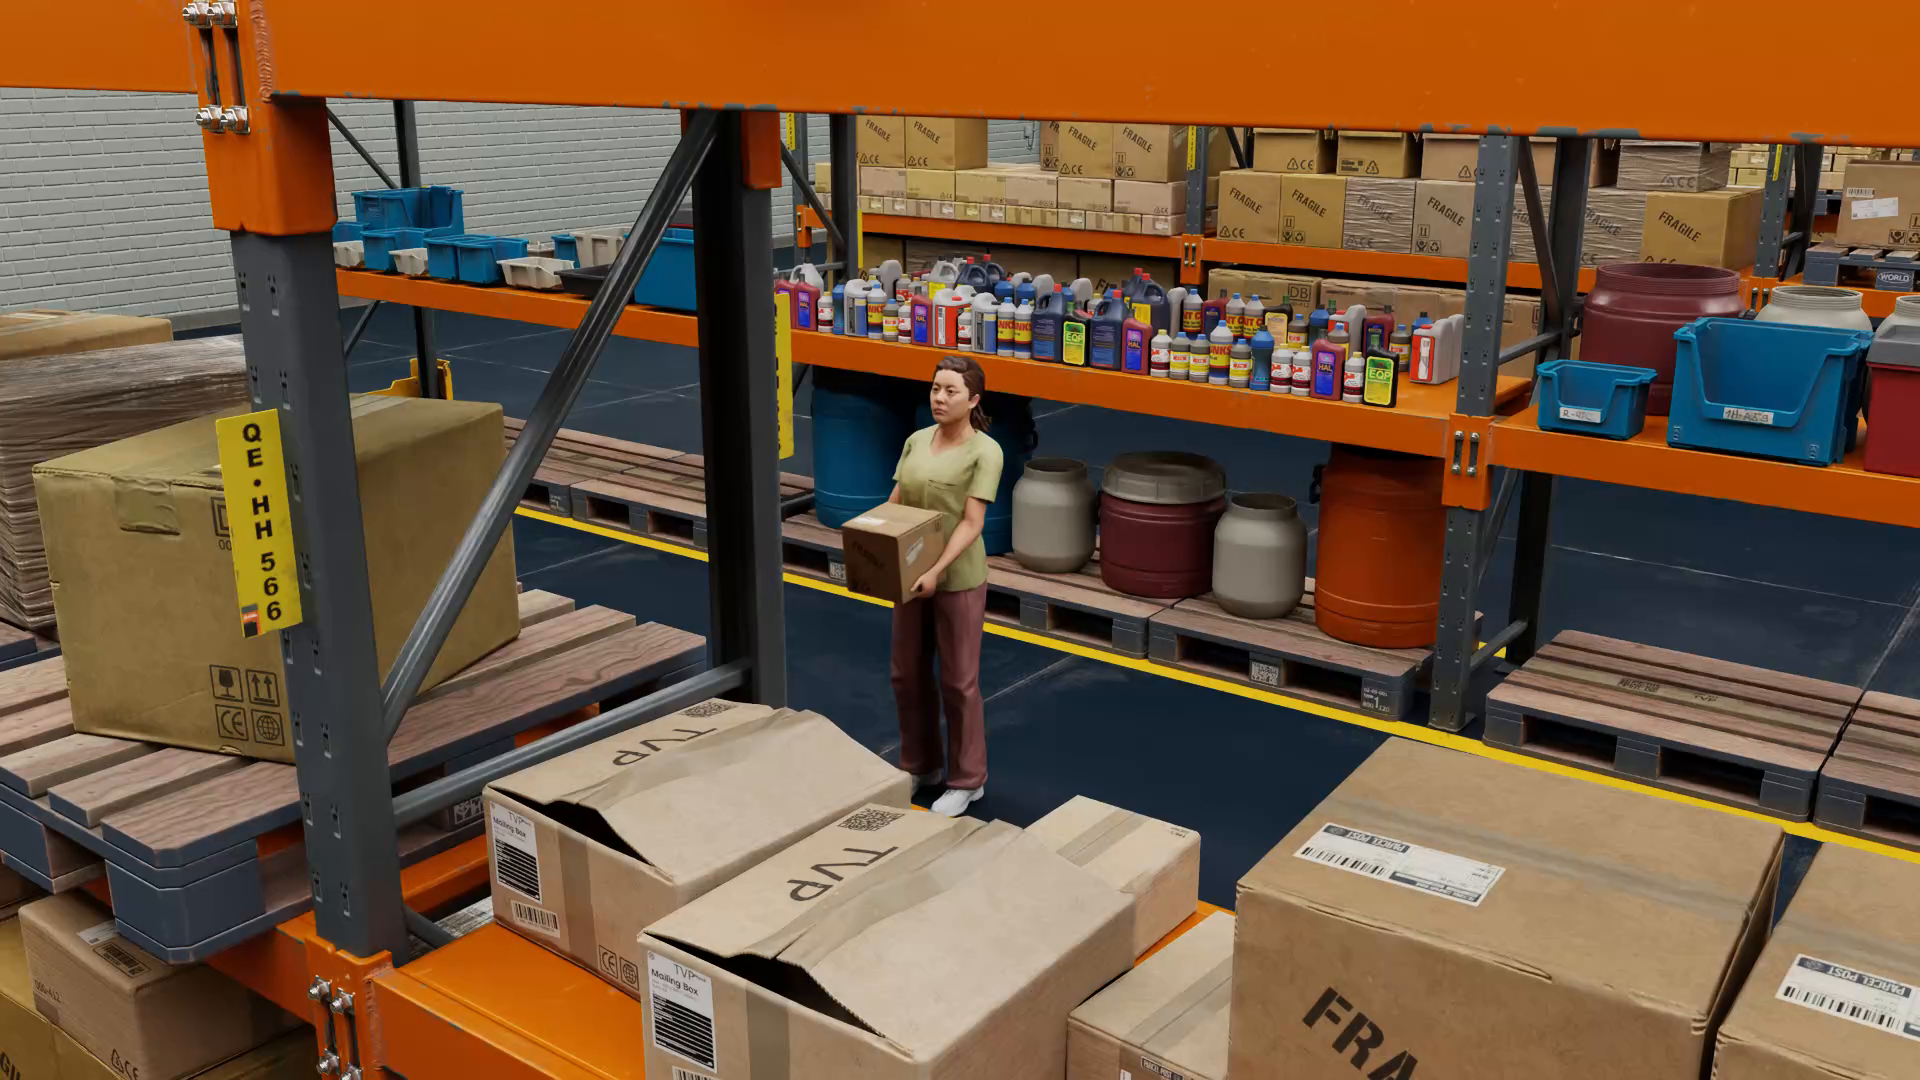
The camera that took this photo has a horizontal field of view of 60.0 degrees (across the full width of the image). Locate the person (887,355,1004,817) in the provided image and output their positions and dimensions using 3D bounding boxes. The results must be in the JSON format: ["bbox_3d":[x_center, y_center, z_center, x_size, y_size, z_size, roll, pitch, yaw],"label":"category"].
[{"bbox_3d":[-0.100,0.179,5.959,0.428,1.663,0.558,12,20,35],"label":"person"}]
